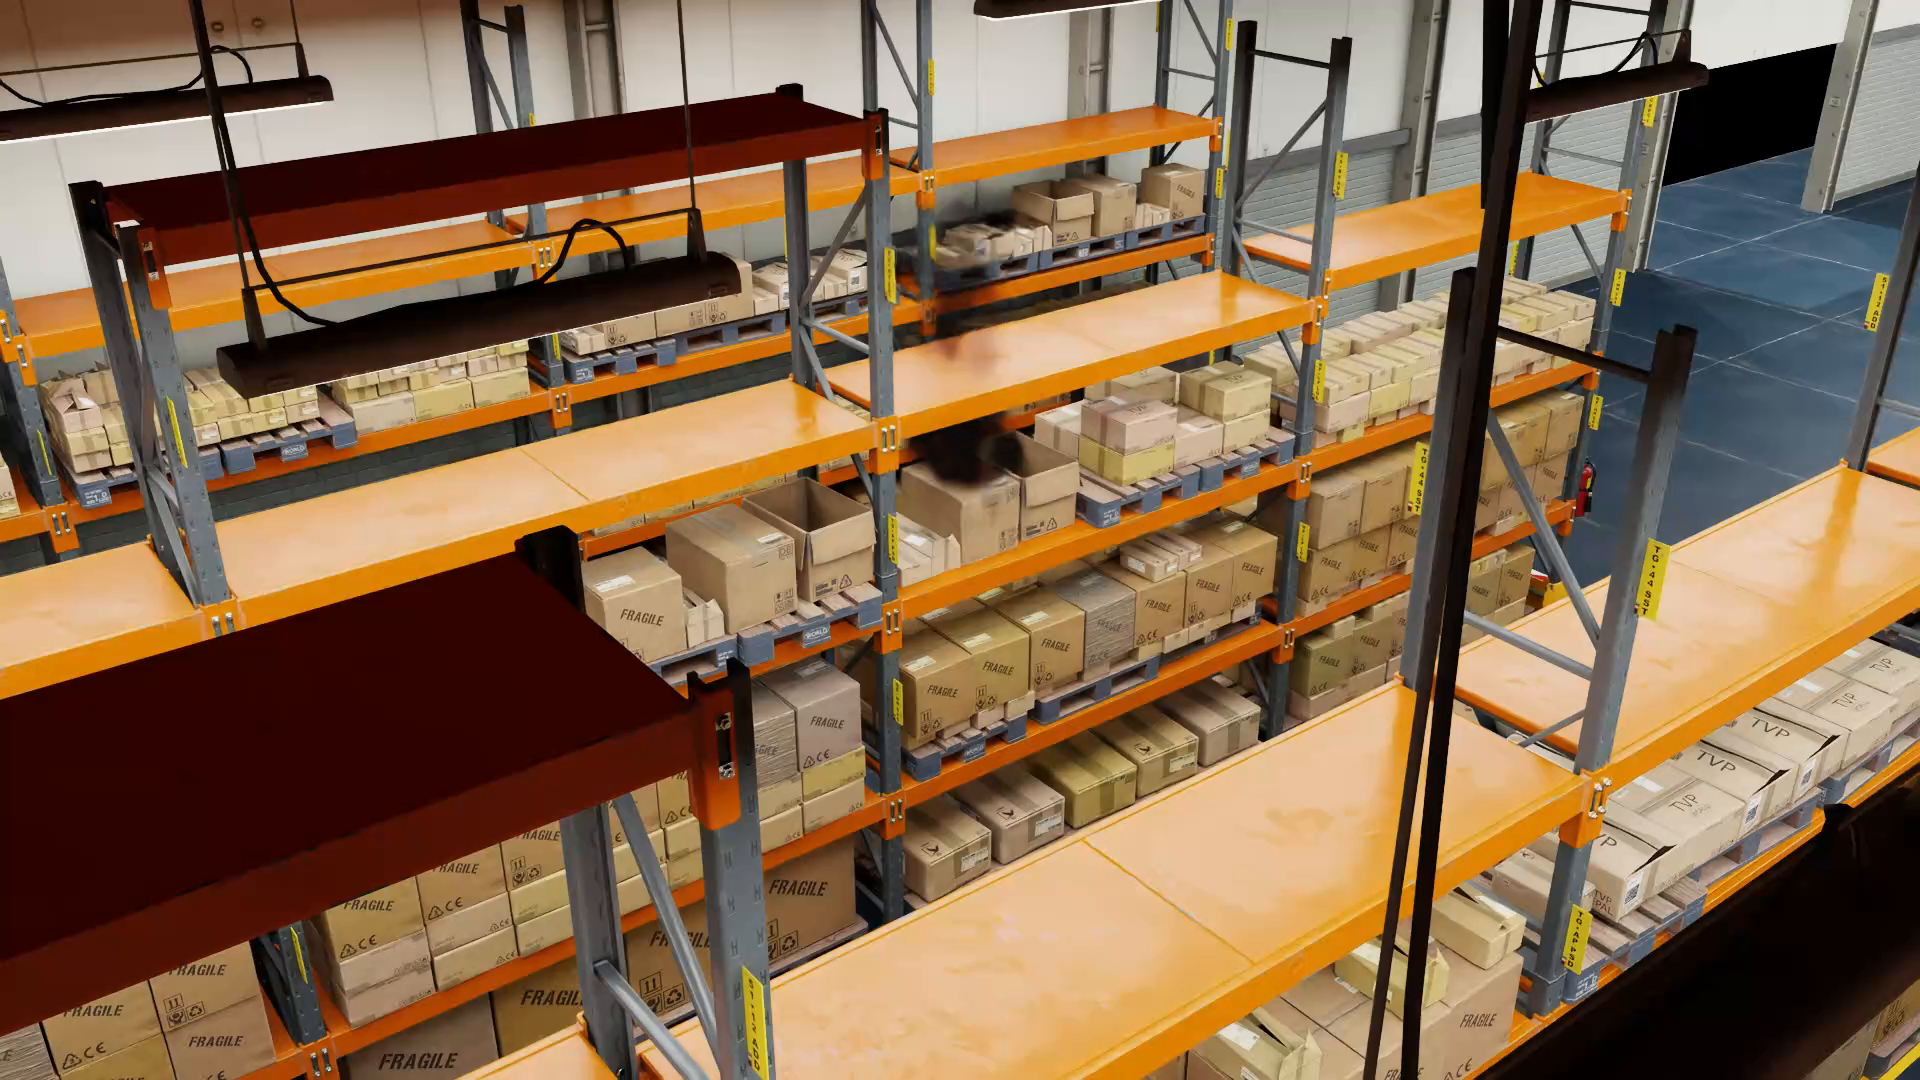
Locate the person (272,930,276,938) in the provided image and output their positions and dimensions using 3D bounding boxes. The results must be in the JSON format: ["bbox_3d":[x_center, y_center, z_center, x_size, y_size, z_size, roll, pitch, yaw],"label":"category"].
[{"bbox_3d":[-4.564,2.496,11.235,0.868,1.579,0.495,-17,31,-30],"label":"person"}]
